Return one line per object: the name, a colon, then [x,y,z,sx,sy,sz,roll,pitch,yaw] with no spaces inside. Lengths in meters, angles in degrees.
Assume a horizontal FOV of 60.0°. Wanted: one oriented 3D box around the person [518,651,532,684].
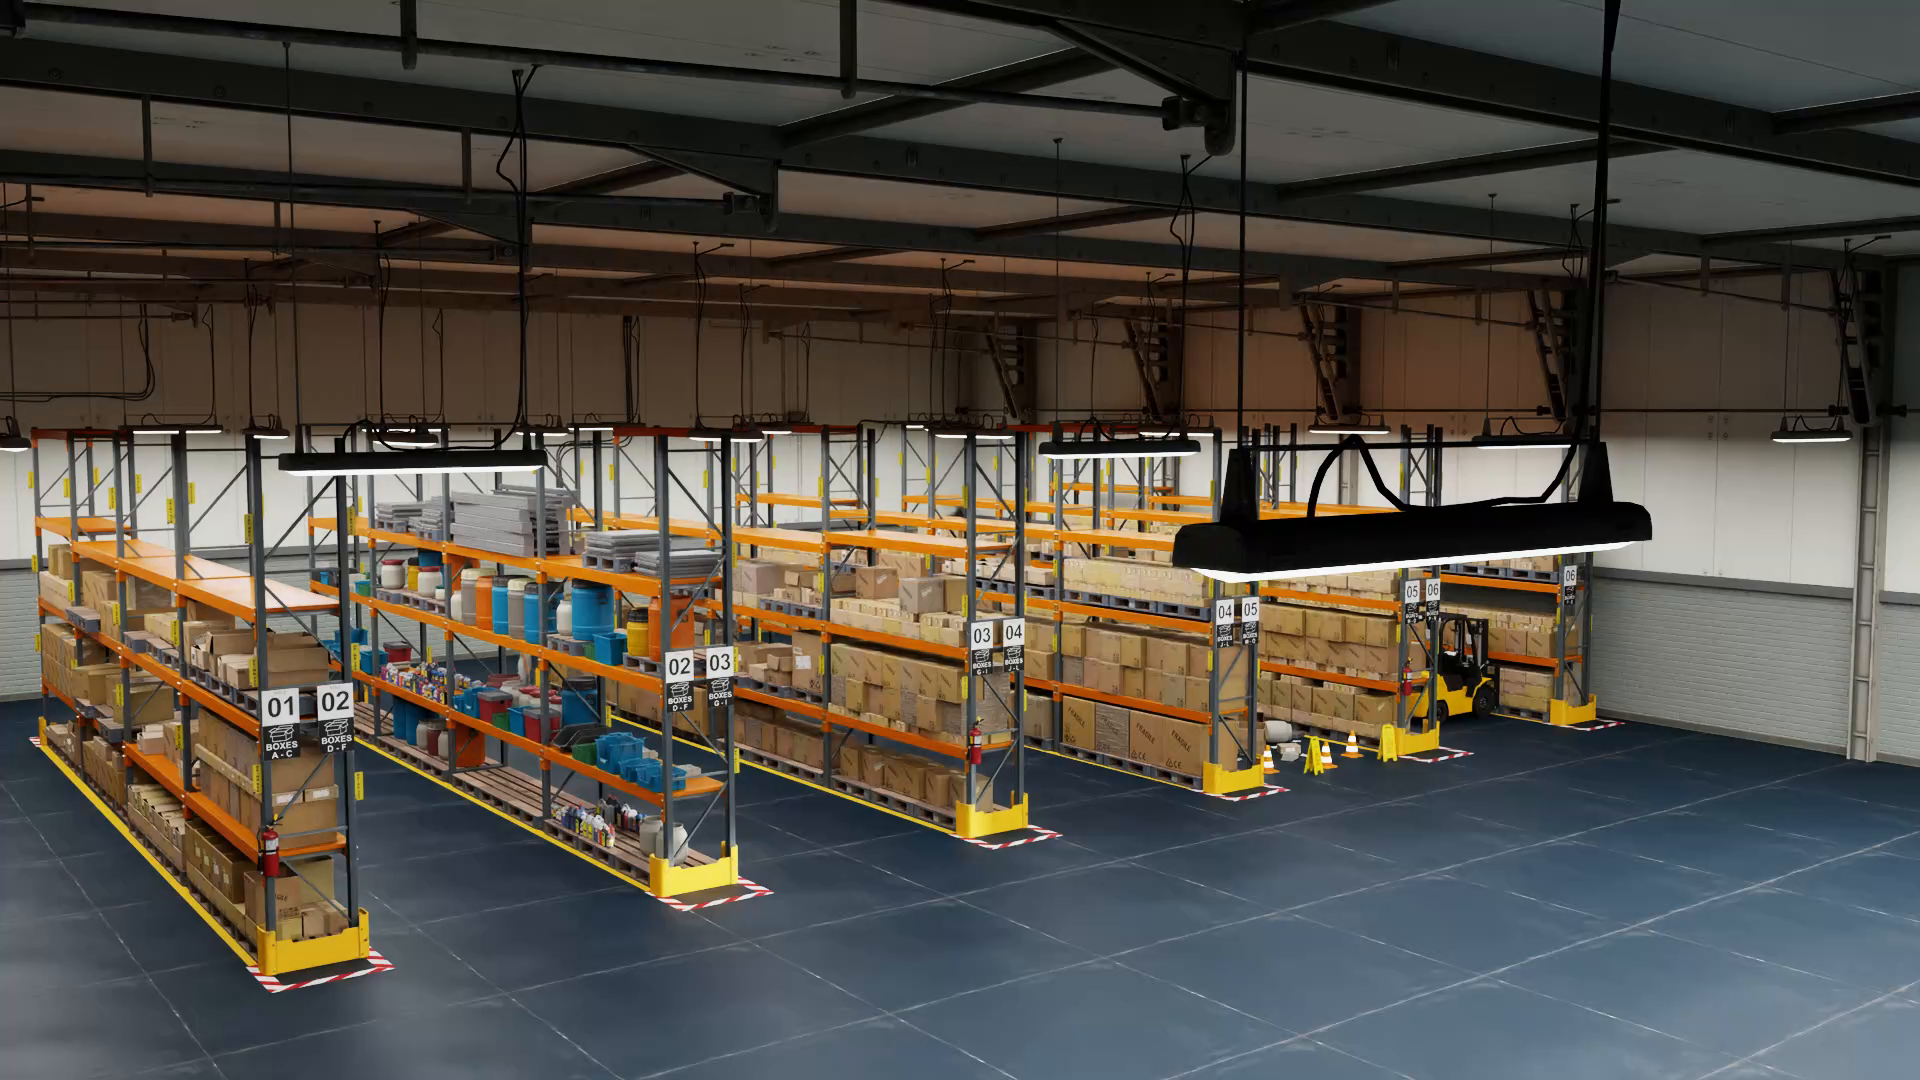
person: [-9.281,2.712,35.471,0.340,1.682,0.493,0,4,-2]
